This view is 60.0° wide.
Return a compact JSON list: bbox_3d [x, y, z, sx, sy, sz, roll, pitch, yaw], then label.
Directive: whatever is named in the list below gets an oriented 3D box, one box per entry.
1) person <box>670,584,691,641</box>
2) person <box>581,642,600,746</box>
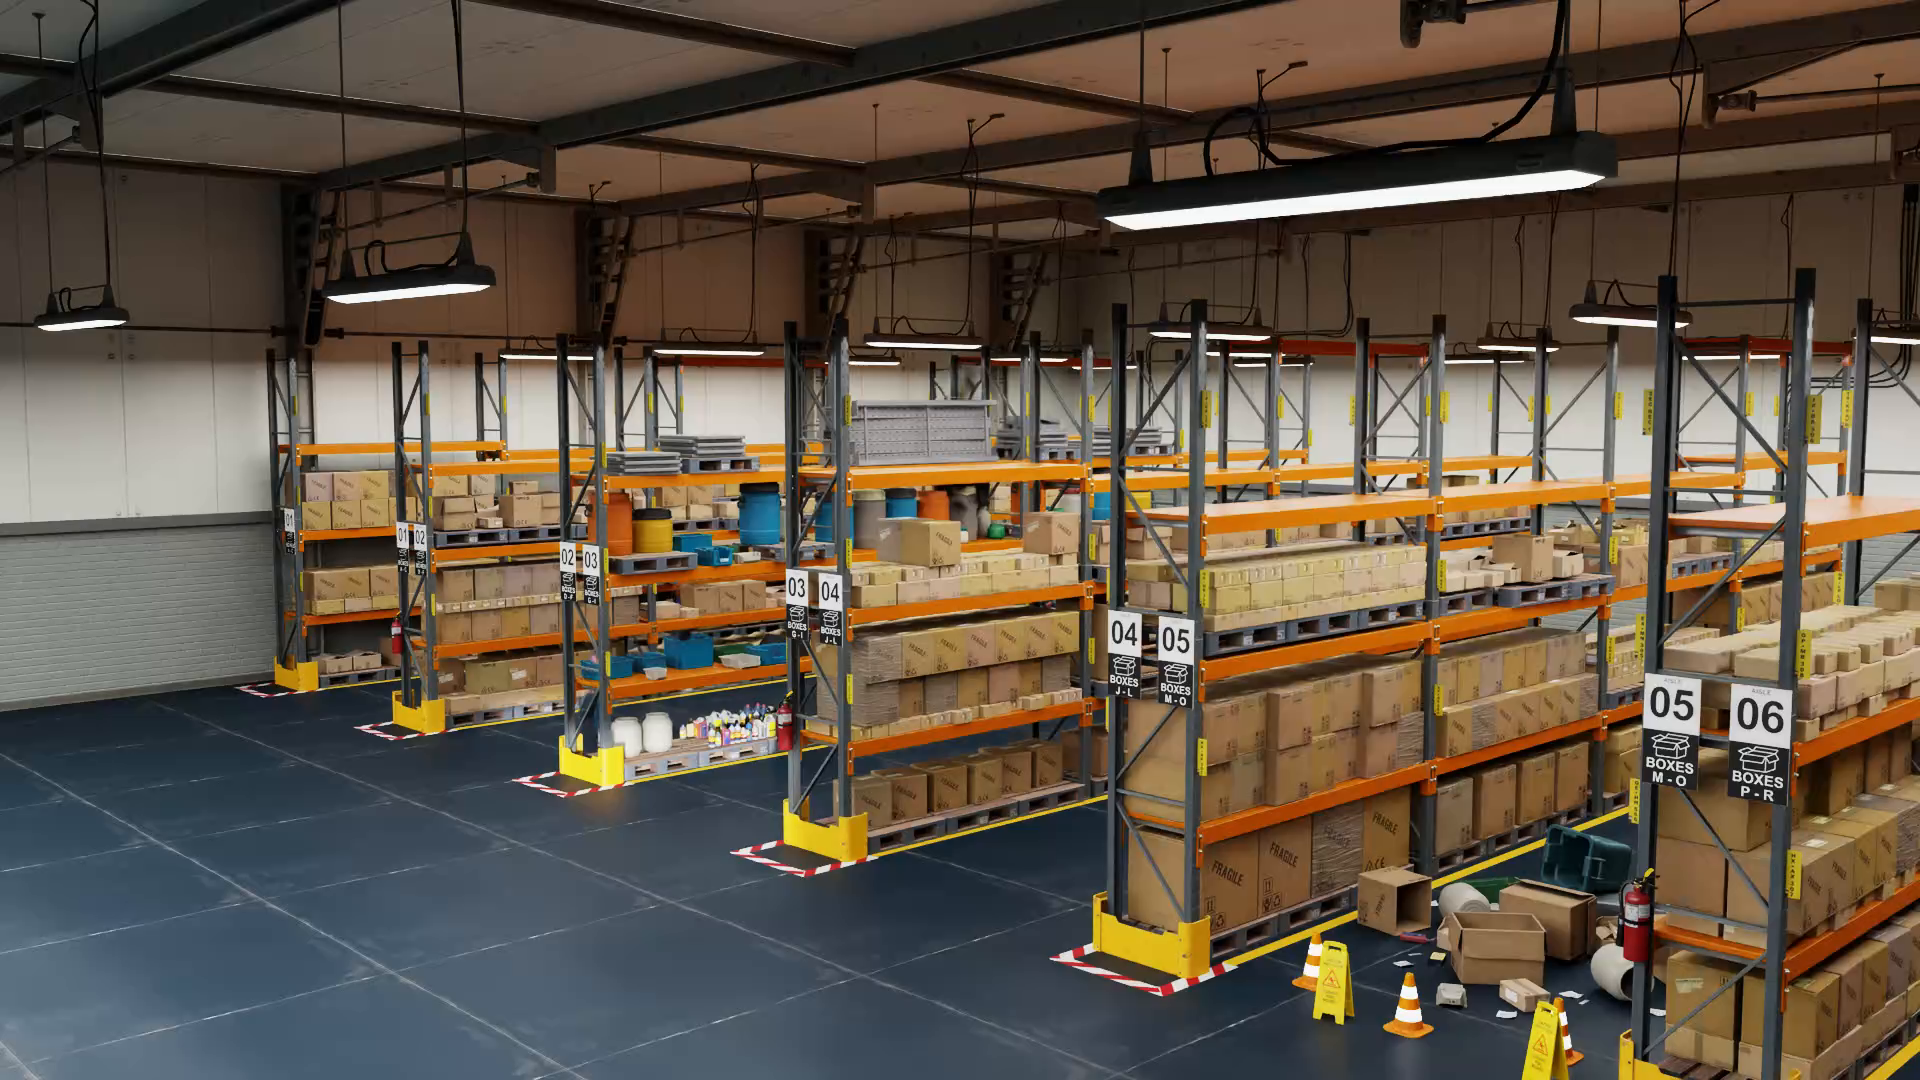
[{"bbox_3d":[-5.242,1.636,31.509,0.562,1.609,0.589,4,7,42],"label":"person"},{"bbox_3d":[-5.350,2.271,24.504,0.548,1.561,0.505,3,6,33],"label":"person"}]
